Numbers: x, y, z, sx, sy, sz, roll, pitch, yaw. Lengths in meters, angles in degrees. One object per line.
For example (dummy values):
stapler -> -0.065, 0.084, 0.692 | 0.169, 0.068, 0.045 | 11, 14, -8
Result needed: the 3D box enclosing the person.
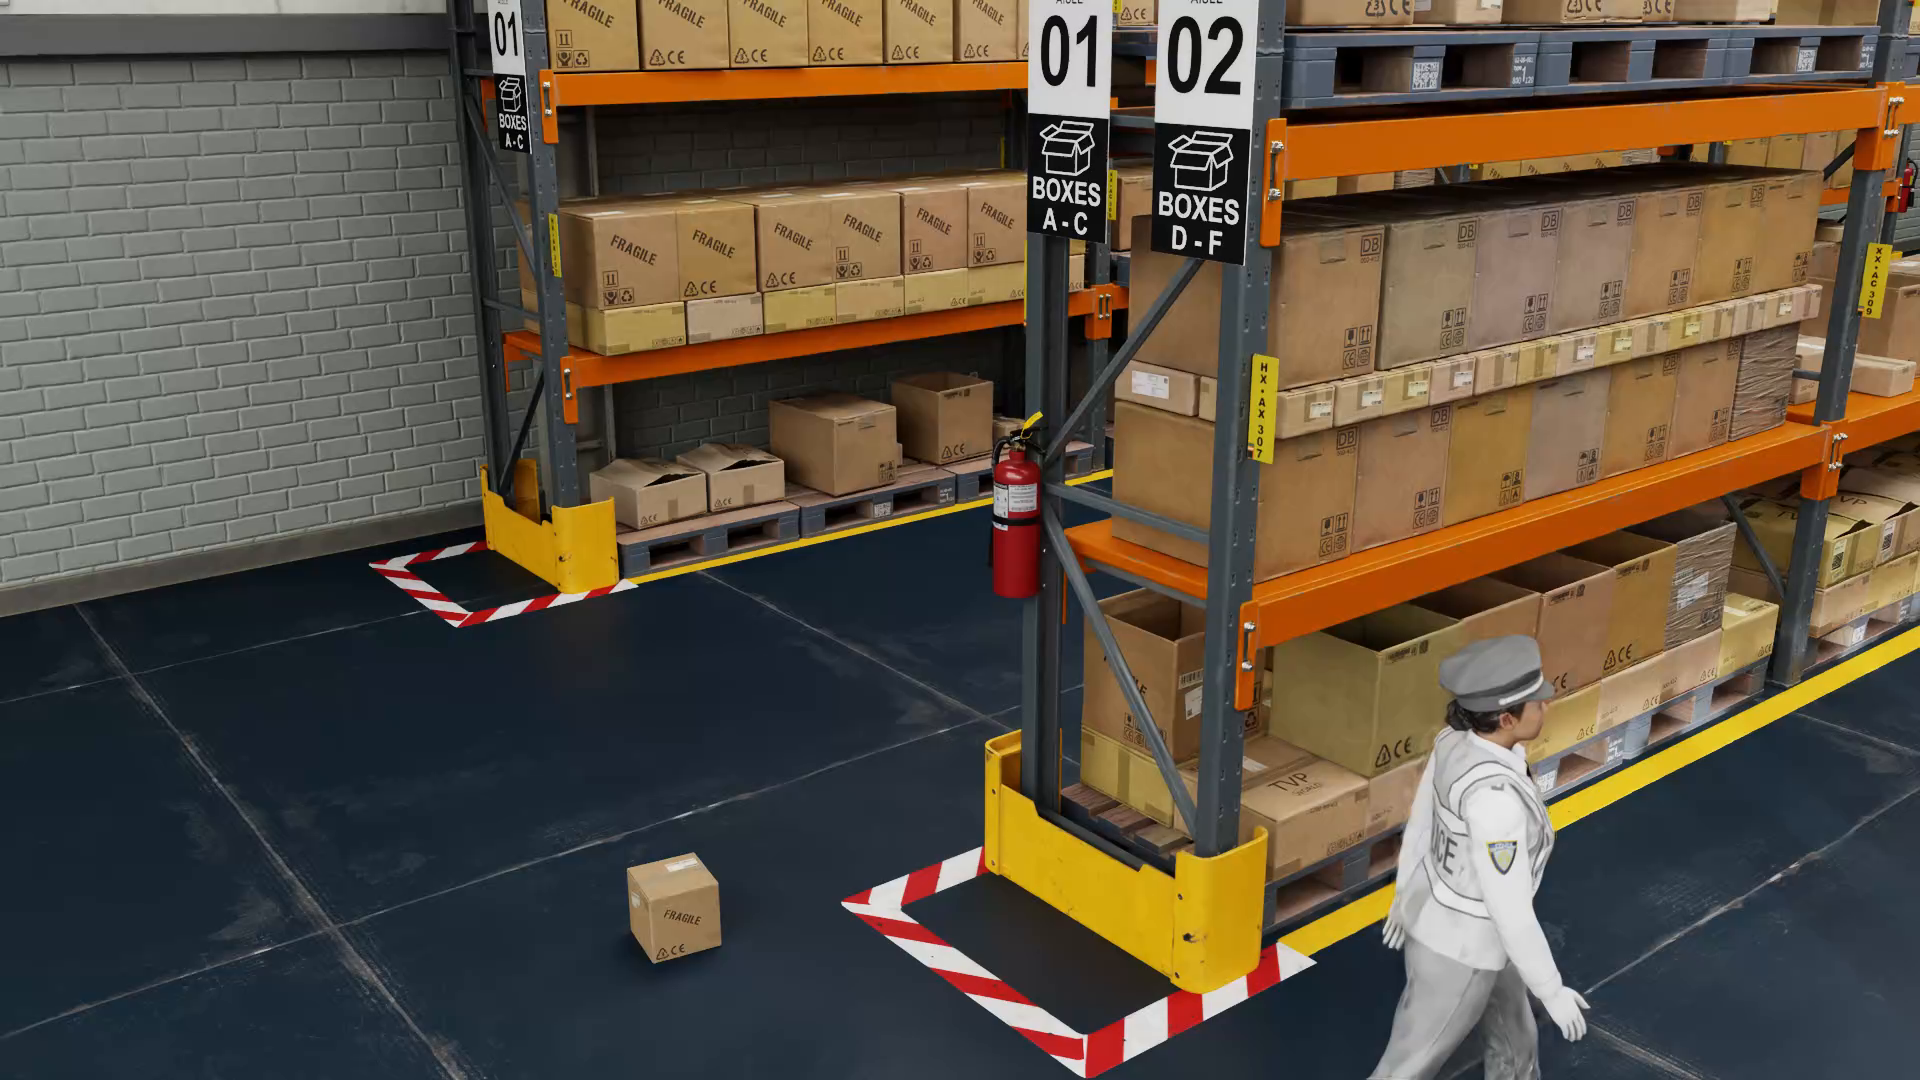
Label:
person -> 1.349, 1.048, 4.264 | 0.838, 1.700, 0.539 | 2, 18, 8
